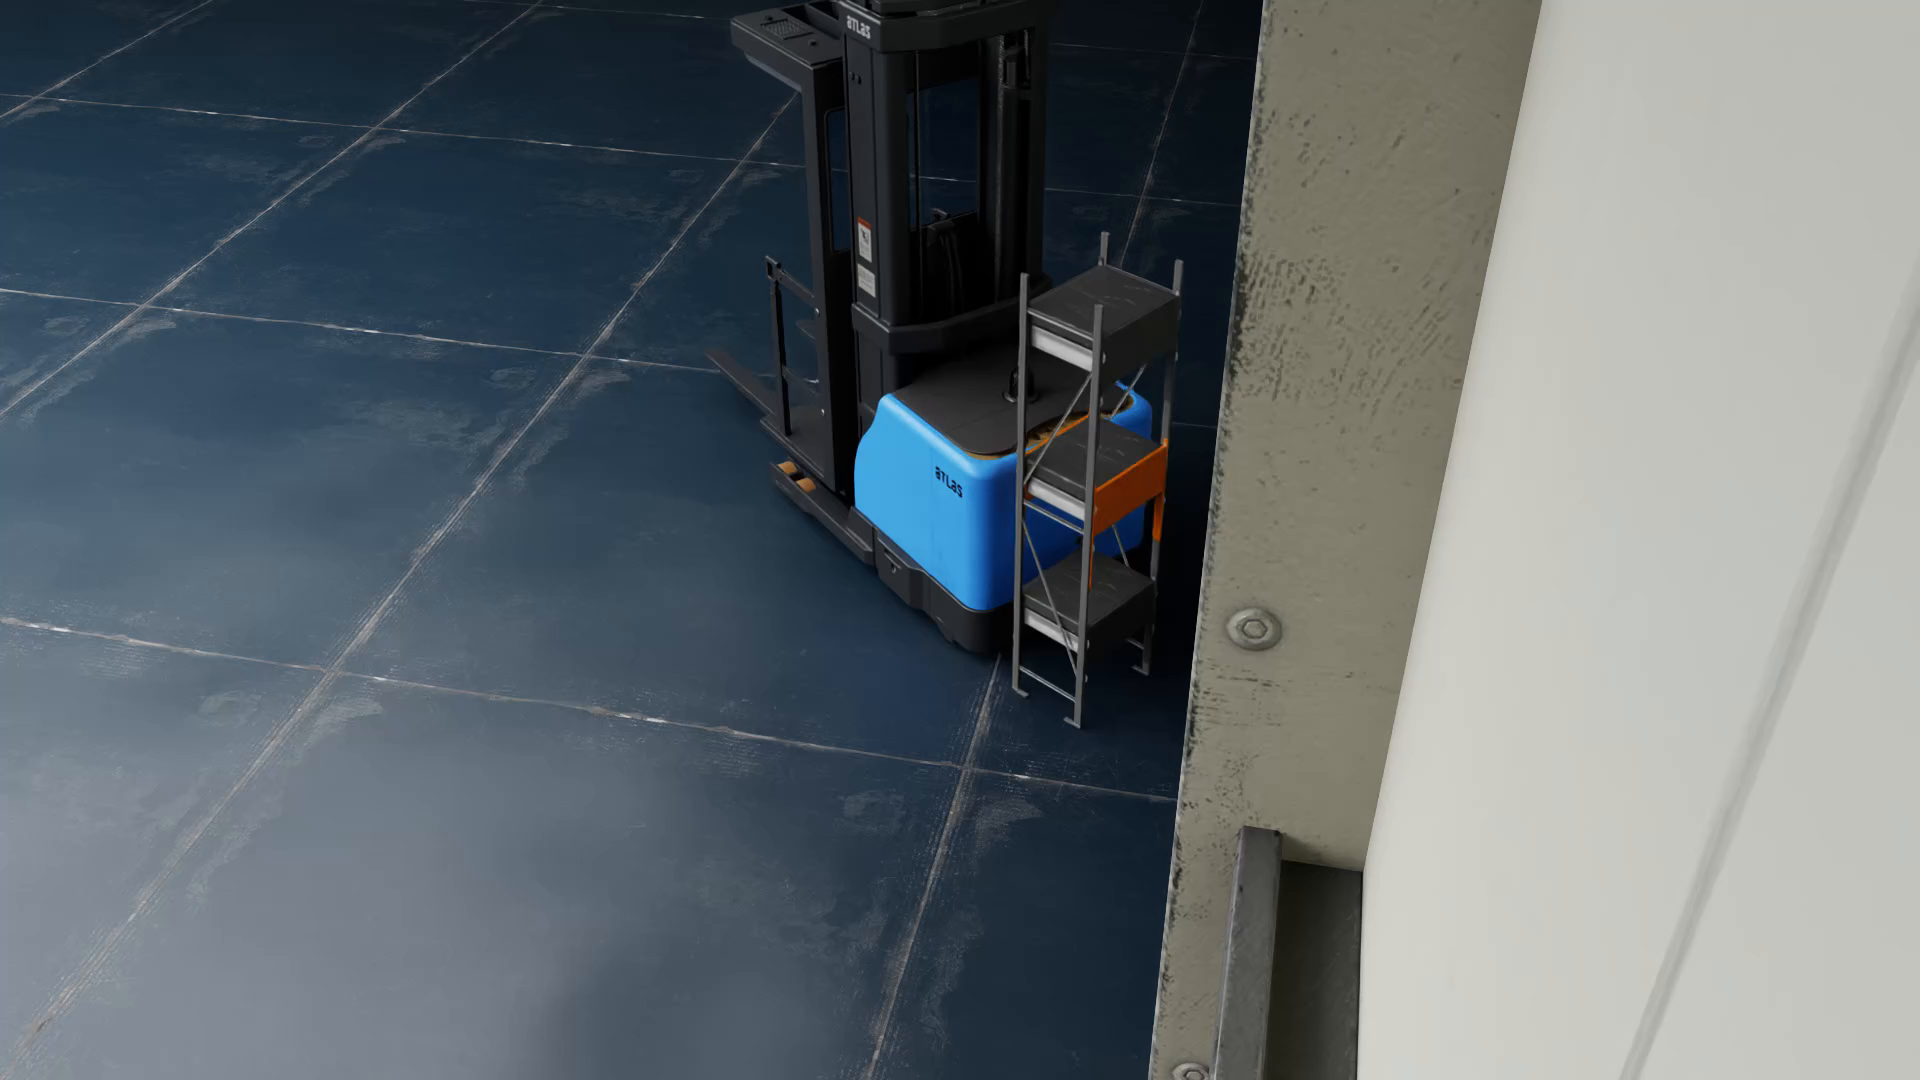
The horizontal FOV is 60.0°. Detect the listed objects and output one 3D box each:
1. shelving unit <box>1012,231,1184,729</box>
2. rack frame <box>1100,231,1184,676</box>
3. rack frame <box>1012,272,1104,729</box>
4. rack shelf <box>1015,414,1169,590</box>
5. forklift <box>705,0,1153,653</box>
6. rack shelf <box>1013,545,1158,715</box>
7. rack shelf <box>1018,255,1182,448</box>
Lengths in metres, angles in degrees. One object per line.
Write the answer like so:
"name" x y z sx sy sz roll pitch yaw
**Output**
"shelving unit" 0.553 -0.198 7.001 0.431 2.100 0.503 29 45 34
"rack frame" 0.719 -0.304 7.145 0.400 2.100 0.015 29 45 34
"rack frame" 0.386 -0.092 6.858 0.400 2.100 0.015 29 45 34
"rack shelf" 0.553 -0.187 7.009 0.431 0.518 0.480 29 45 34
"forklift" -0.352 -1.488 8.076 1.130 2.935 3.031 -22 41 -27
"rack shelf" 0.555 0.378 7.423 0.431 0.518 0.480 29 45 34
"rack shelf" 0.550 -0.752 6.596 0.431 0.518 0.480 29 45 34
